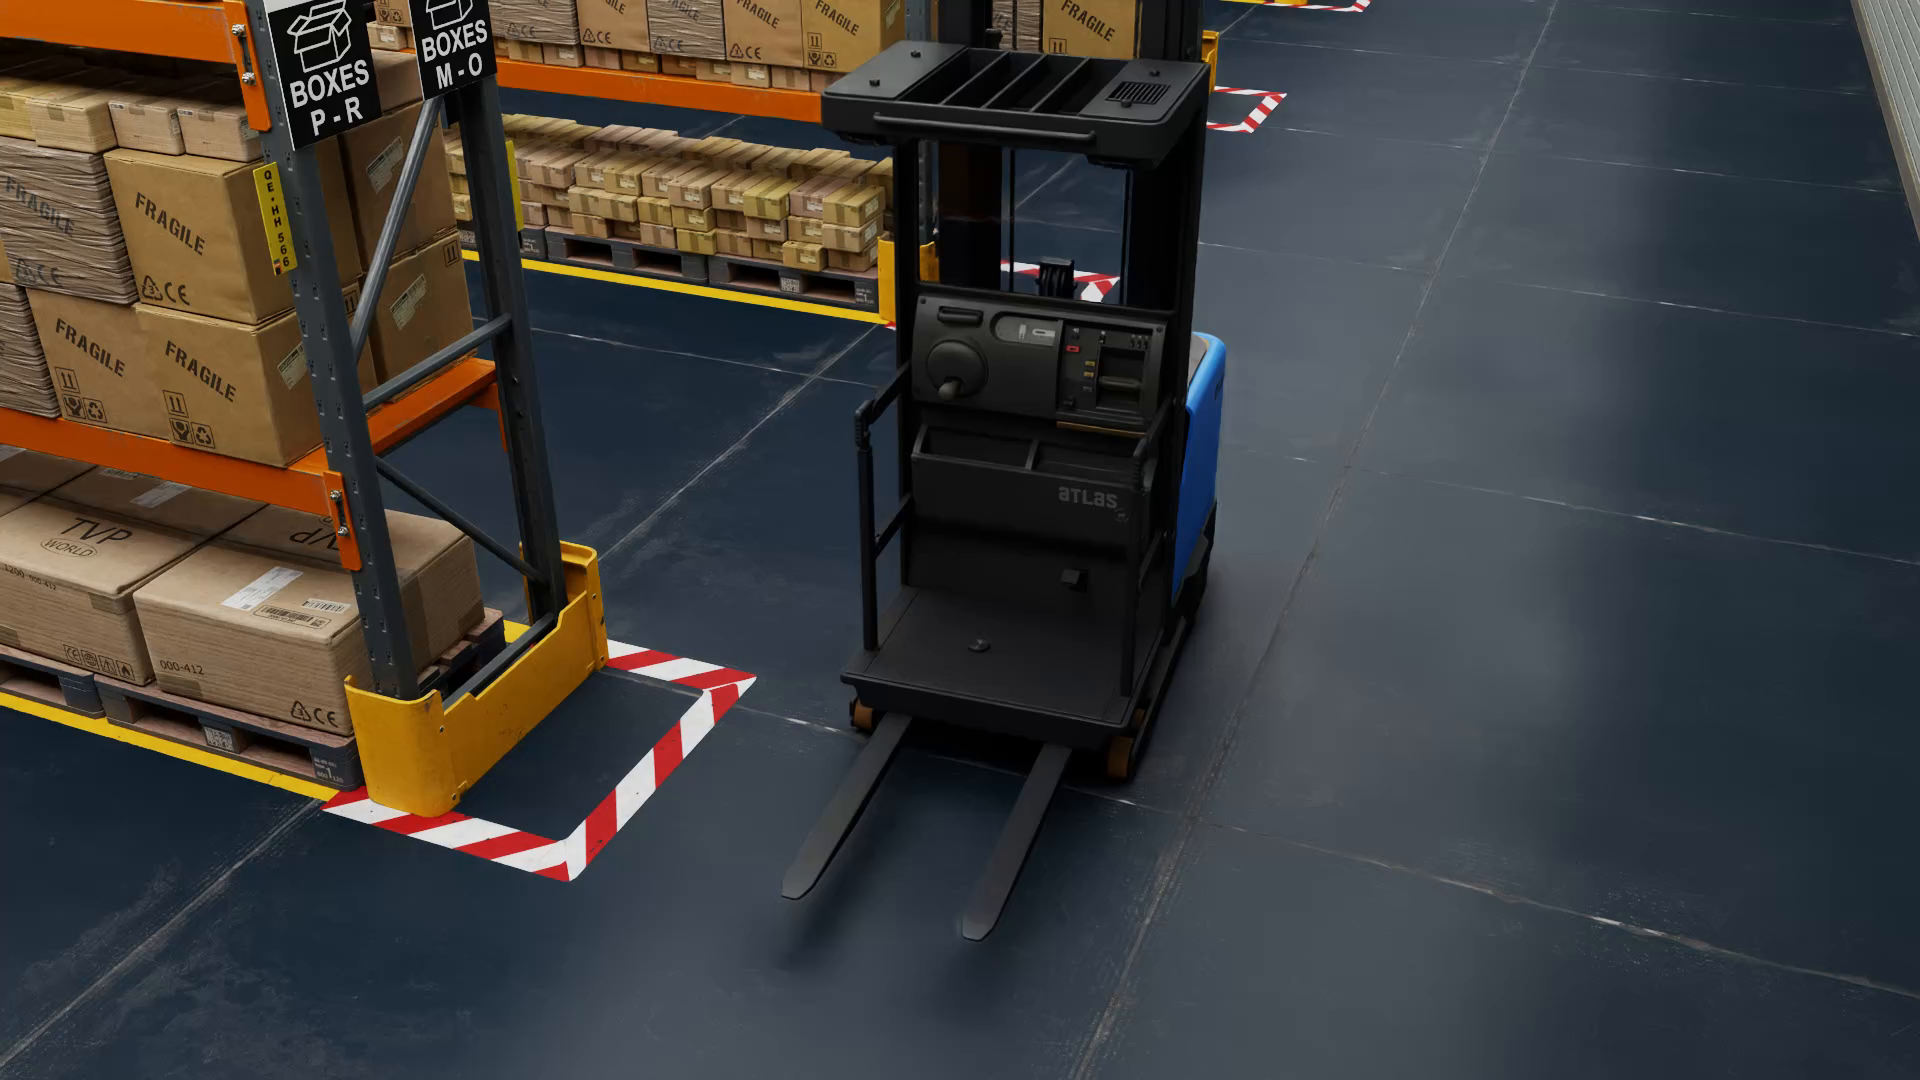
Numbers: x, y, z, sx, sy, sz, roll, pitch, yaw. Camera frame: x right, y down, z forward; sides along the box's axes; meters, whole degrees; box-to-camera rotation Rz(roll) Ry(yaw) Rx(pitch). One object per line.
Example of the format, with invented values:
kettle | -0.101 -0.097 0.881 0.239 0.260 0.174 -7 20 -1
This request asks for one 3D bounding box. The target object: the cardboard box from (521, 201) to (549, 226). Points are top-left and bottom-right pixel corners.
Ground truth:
cardboard box | -2.804 -2.247 11.147 0.250 0.149 0.380 11 31 18

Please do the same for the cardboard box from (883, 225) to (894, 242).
cardboard box | -0.429 -2.059 10.815 0.250 0.149 0.380 12 32 20

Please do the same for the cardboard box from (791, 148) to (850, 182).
cardboard box | -0.908 -2.428 10.864 0.250 0.149 0.380 11 31 19

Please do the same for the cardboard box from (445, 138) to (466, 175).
cardboard box | -3.296 -2.579 11.131 0.250 0.149 0.380 13 32 22

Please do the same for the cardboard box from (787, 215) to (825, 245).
cardboard box | -0.883 -1.986 10.384 0.250 0.149 0.380 11 31 18

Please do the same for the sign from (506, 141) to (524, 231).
sign | -1.617 -1.262 5.975 0.005 0.325 0.100 11 31 19

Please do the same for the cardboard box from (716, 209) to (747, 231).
cardboard box | -1.353 -2.105 10.595 0.250 0.149 0.380 11 31 19

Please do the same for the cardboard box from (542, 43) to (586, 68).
cardboard box | -2.393 -3.082 10.410 0.250 0.149 0.380 13 32 21

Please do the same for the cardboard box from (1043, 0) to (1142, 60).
cardboard box | 1.271 -4.457 14.320 0.875 0.875 0.875 11 31 19

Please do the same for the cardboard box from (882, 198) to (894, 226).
cardboard box | -0.453 -2.160 10.691 0.250 0.149 0.380 13 32 21

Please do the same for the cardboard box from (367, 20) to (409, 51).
cardboard box | -3.631 -3.304 10.802 0.250 0.149 0.380 12 32 21

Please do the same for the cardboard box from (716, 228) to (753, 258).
cardboard box | -1.353 -1.948 10.618 0.250 0.149 0.380 12 31 20

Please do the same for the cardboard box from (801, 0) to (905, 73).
cardboard box | -0.577 -3.013 9.629 0.500 0.500 0.500 12 32 20

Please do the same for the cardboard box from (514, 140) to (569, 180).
cardboard box | -2.793 -2.517 11.021 0.250 0.149 0.380 10 31 18

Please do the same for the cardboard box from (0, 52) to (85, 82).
cardboard box | -3.188 -1.527 5.626 0.250 0.149 0.380 11 31 19

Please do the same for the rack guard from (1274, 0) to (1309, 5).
rack guard | 3.784 -6.289 18.369 0.348 0.500 1.175 11 31 19

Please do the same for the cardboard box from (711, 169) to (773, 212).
cardboard box | -1.365 -2.197 10.455 0.250 0.149 0.380 10 31 17

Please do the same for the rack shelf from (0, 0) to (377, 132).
rack shelf | -3.685 -1.962 5.855 4.000 0.370 1.077 11 31 19

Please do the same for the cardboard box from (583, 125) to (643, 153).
cardboard box | -2.361 -2.705 11.353 0.250 0.149 0.380 10 31 17

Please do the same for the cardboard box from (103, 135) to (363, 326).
cardboard box | -2.368 -1.058 5.456 0.500 0.500 0.500 12 32 21

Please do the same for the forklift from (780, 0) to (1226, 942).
forklift | 0.213 -0.607 5.846 1.130 2.935 3.031 9 31 16

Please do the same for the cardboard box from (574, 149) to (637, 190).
cardboard box | -2.305 -2.420 10.849 0.250 0.149 0.380 10 31 17

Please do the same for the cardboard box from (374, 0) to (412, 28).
cardboard box | -3.407 -3.581 10.634 0.500 0.500 0.500 11 31 18

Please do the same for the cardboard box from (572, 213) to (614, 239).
cardboard box | -2.337 -2.121 10.925 0.250 0.149 0.380 10 31 18

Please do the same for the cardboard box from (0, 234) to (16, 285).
cardboard box | -3.320 -1.235 5.768 0.500 0.500 0.500 11 31 19

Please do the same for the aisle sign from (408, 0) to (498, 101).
aisle sign | -1.656 -1.850 5.332 0.004 0.787 0.394 11 31 19

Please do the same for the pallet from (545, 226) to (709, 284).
pallet | -2.001 -2.068 11.194 1.213 0.211 1.003 11 31 19

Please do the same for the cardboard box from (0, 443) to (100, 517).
cardboard box | -4.167 -0.076 7.013 0.875 0.438 0.875 10 31 18

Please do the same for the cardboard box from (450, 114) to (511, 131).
cardboard box | -3.343 -2.868 11.642 0.250 0.149 0.380 12 32 21

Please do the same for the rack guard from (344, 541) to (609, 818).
rack guard | -1.809 0.494 6.369 0.348 0.500 1.175 11 31 19

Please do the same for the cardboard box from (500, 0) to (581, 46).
cardboard box | -2.492 -3.383 10.283 0.500 0.500 0.500 11 31 18

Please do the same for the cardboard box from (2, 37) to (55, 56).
cardboard box | -3.253 -1.799 6.107 0.250 0.149 0.380 12 31 20

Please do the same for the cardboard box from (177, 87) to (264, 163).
cardboard box | -2.240 -1.335 5.287 0.250 0.149 0.380 12 32 20

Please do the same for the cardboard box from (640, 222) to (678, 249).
cardboard box | -1.859 -2.026 10.757 0.250 0.149 0.380 12 32 20

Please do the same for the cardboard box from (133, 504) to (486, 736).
cardboard box | -2.481 0.257 6.424 0.875 0.438 0.875 10 31 17

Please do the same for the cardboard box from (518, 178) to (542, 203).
cardboard box | -2.798 -2.387 11.093 0.250 0.149 0.380 10 31 17

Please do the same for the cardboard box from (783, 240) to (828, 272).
cardboard box | -0.907 -1.820 10.392 0.250 0.149 0.380 12 32 21

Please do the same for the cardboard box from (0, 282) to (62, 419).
cardboard box | -3.318 -0.801 6.018 0.500 0.500 0.500 12 32 21

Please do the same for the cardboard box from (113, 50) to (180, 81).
cardboard box | -2.775 -1.709 5.948 0.250 0.149 0.380 10 31 17

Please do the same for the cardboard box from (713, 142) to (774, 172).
cardboard box | -1.422 -2.492 10.977 0.250 0.149 0.380 13 32 21

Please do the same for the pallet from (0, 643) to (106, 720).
pallet | -3.729 0.276 7.047 1.213 0.211 1.003 11 31 19

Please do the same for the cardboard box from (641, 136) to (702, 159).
cardboard box | -1.918 -2.565 11.105 0.250 0.149 0.380 11 31 19

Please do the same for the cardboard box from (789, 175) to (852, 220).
cardboard box | -0.861 -2.130 10.337 0.250 0.149 0.380 12 32 20

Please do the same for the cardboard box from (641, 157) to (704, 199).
cardboard box | -1.838 -2.321 10.674 0.250 0.149 0.380 10 31 17

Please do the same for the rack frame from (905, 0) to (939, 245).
rack frame | -0.064 -2.875 9.788 0.127 3.000 1.000 11 31 19

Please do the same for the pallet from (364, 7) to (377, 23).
pallet | -4.424 -3.739 11.511 1.213 0.211 1.003 11 31 19

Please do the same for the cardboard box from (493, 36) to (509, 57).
cardboard box | -2.848 -3.211 10.639 0.250 0.149 0.380 10 31 17

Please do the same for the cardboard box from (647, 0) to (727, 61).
cardboard box | -1.526 -3.201 9.960 0.500 0.500 0.500 11 31 19

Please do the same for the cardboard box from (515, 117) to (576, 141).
cardboard box | -2.858 -2.796 11.515 0.250 0.149 0.380 11 31 19

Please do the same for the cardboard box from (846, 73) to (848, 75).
cardboard box | -0.473 -2.697 9.728 0.250 0.149 0.380 11 31 19

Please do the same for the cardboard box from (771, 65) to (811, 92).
cardboard box | -0.927 -2.799 9.910 0.250 0.149 0.380 11 31 19

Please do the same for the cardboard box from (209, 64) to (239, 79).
cardboard box | -2.326 -1.568 5.699 0.250 0.149 0.380 12 32 20

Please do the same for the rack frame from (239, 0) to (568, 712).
rack frame | -1.832 -0.599 5.761 0.127 3.000 1.000 11 31 19

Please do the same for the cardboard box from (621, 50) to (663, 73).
cardboard box | -1.885 -3.017 10.294 0.250 0.149 0.380 12 32 20

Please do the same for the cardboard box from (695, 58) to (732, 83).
cardboard box | -1.405 -2.898 10.084 0.250 0.149 0.380 10 31 17

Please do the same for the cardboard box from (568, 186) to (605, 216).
cardboard box | -2.342 -2.250 10.850 0.250 0.149 0.380 11 31 19

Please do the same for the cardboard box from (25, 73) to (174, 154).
cardboard box | -2.755 -1.381 5.367 0.250 0.149 0.380 11 31 19

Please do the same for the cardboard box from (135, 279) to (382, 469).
cardboard box | -2.378 -0.611 5.681 0.500 0.500 0.500 11 31 19

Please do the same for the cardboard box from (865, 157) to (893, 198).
cardboard box | -0.422 -2.327 10.685 0.250 0.149 0.380 10 31 17

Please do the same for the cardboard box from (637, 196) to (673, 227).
cardboard box | -1.858 -2.155 10.682 0.250 0.149 0.380 13 32 22
